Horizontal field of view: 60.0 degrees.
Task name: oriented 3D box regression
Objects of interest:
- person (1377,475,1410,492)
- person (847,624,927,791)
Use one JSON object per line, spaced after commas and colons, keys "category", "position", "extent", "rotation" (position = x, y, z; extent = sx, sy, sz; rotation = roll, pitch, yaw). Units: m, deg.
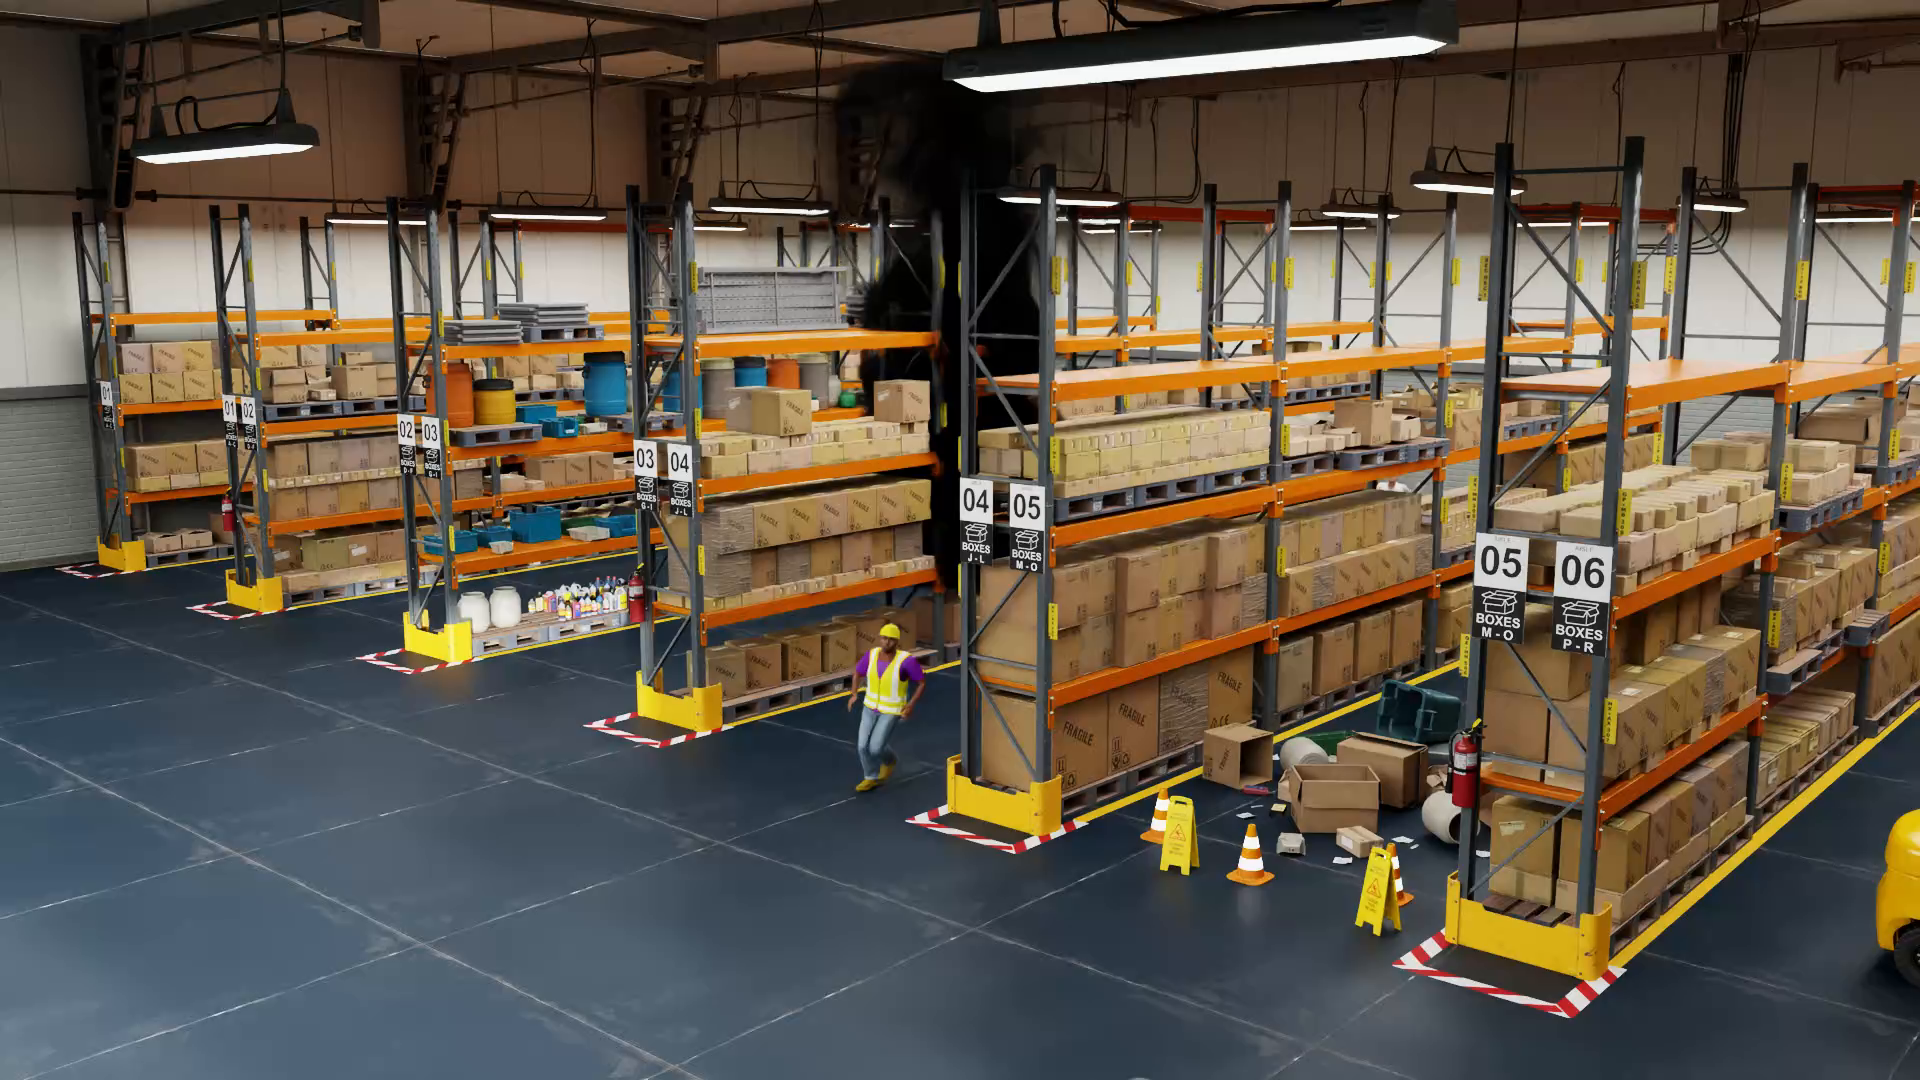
{"category": "person", "position": [7.214, -0.324, 27.951], "extent": [0.702, 1.775, 0.867], "rotation": [5, 11, 26]}
{"category": "person", "position": [-0.745, 1.649, 16.281], "extent": [0.756, 1.705, 0.532], "rotation": [5, 11, 27]}
